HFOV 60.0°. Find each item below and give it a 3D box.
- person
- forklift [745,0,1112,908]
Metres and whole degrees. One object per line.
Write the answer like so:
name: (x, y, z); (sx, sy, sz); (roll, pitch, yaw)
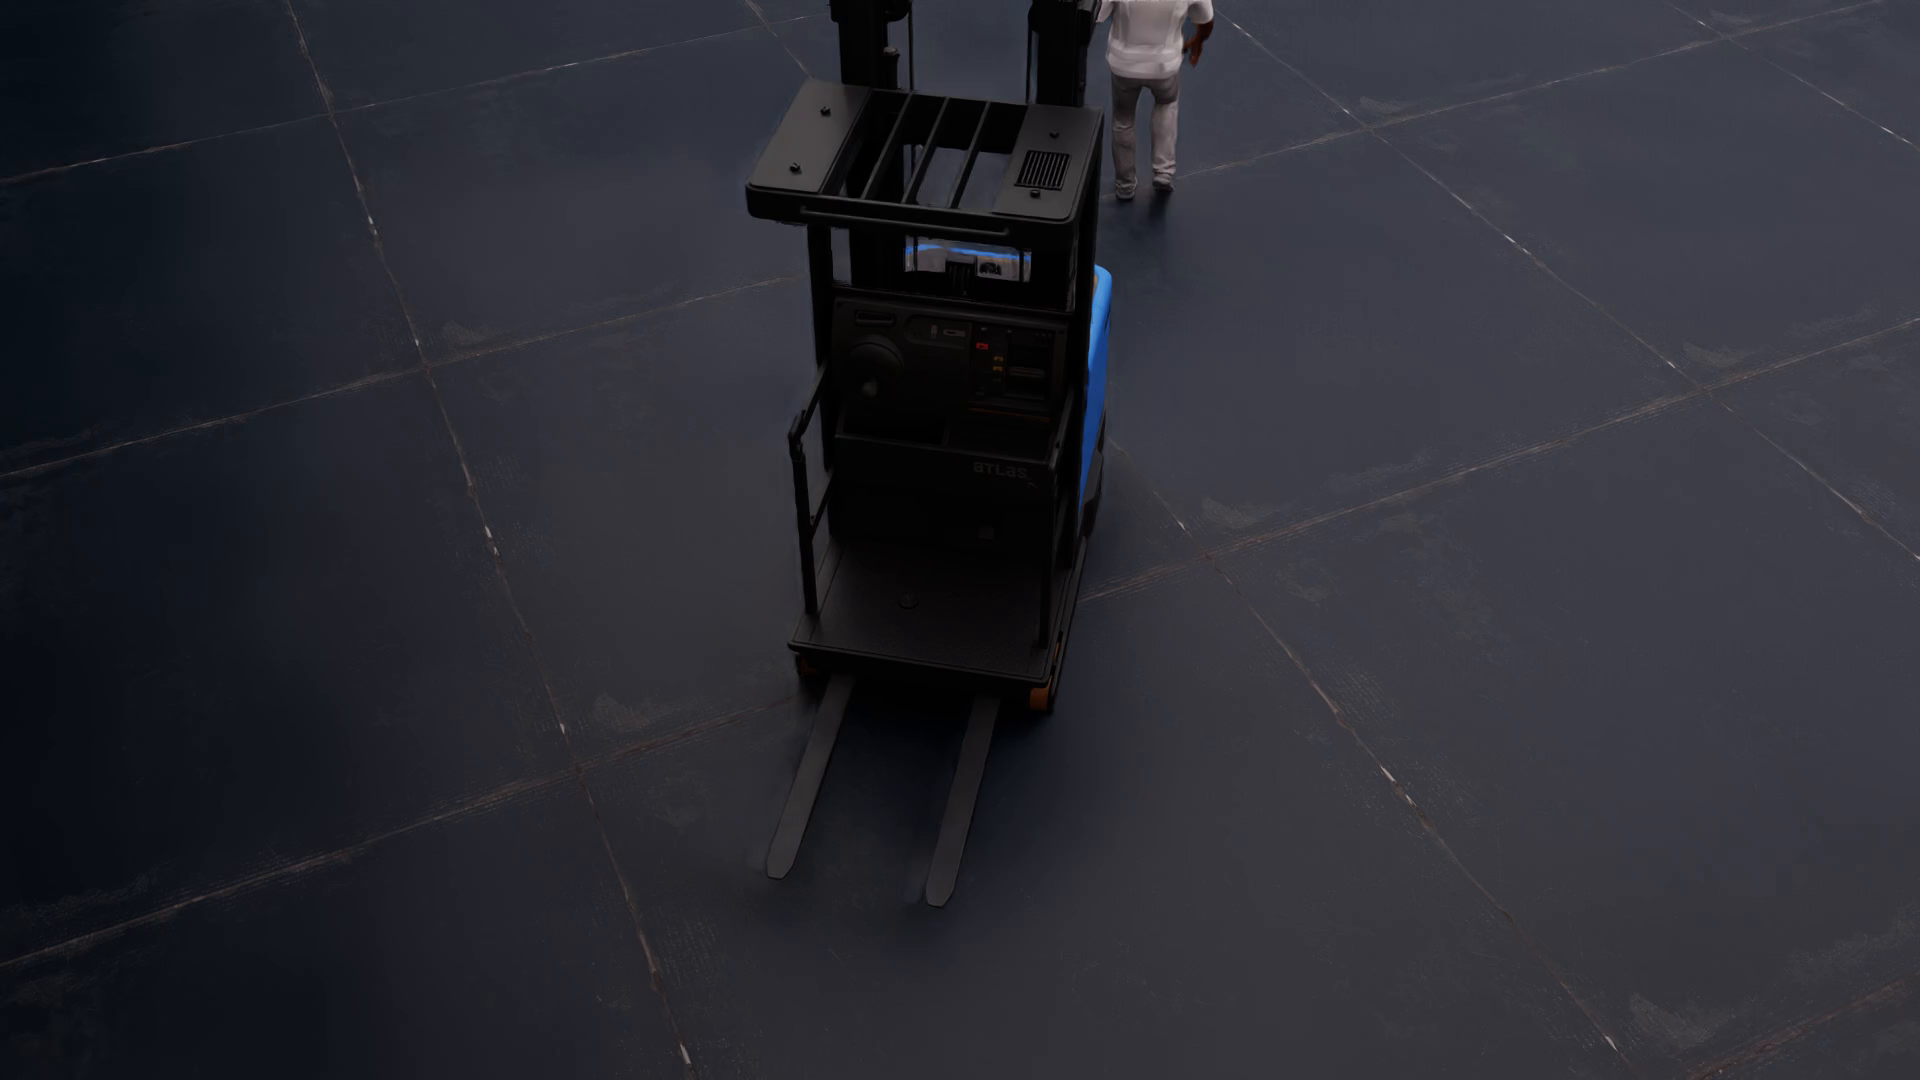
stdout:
person: (1.008, -2.750, 9.512); (0.838, 1.748, 0.494); (4, 43, 4)
forklift: (-0.087, -0.625, 6.350); (1.130, 2.935, 3.031); (8, 44, 8)
